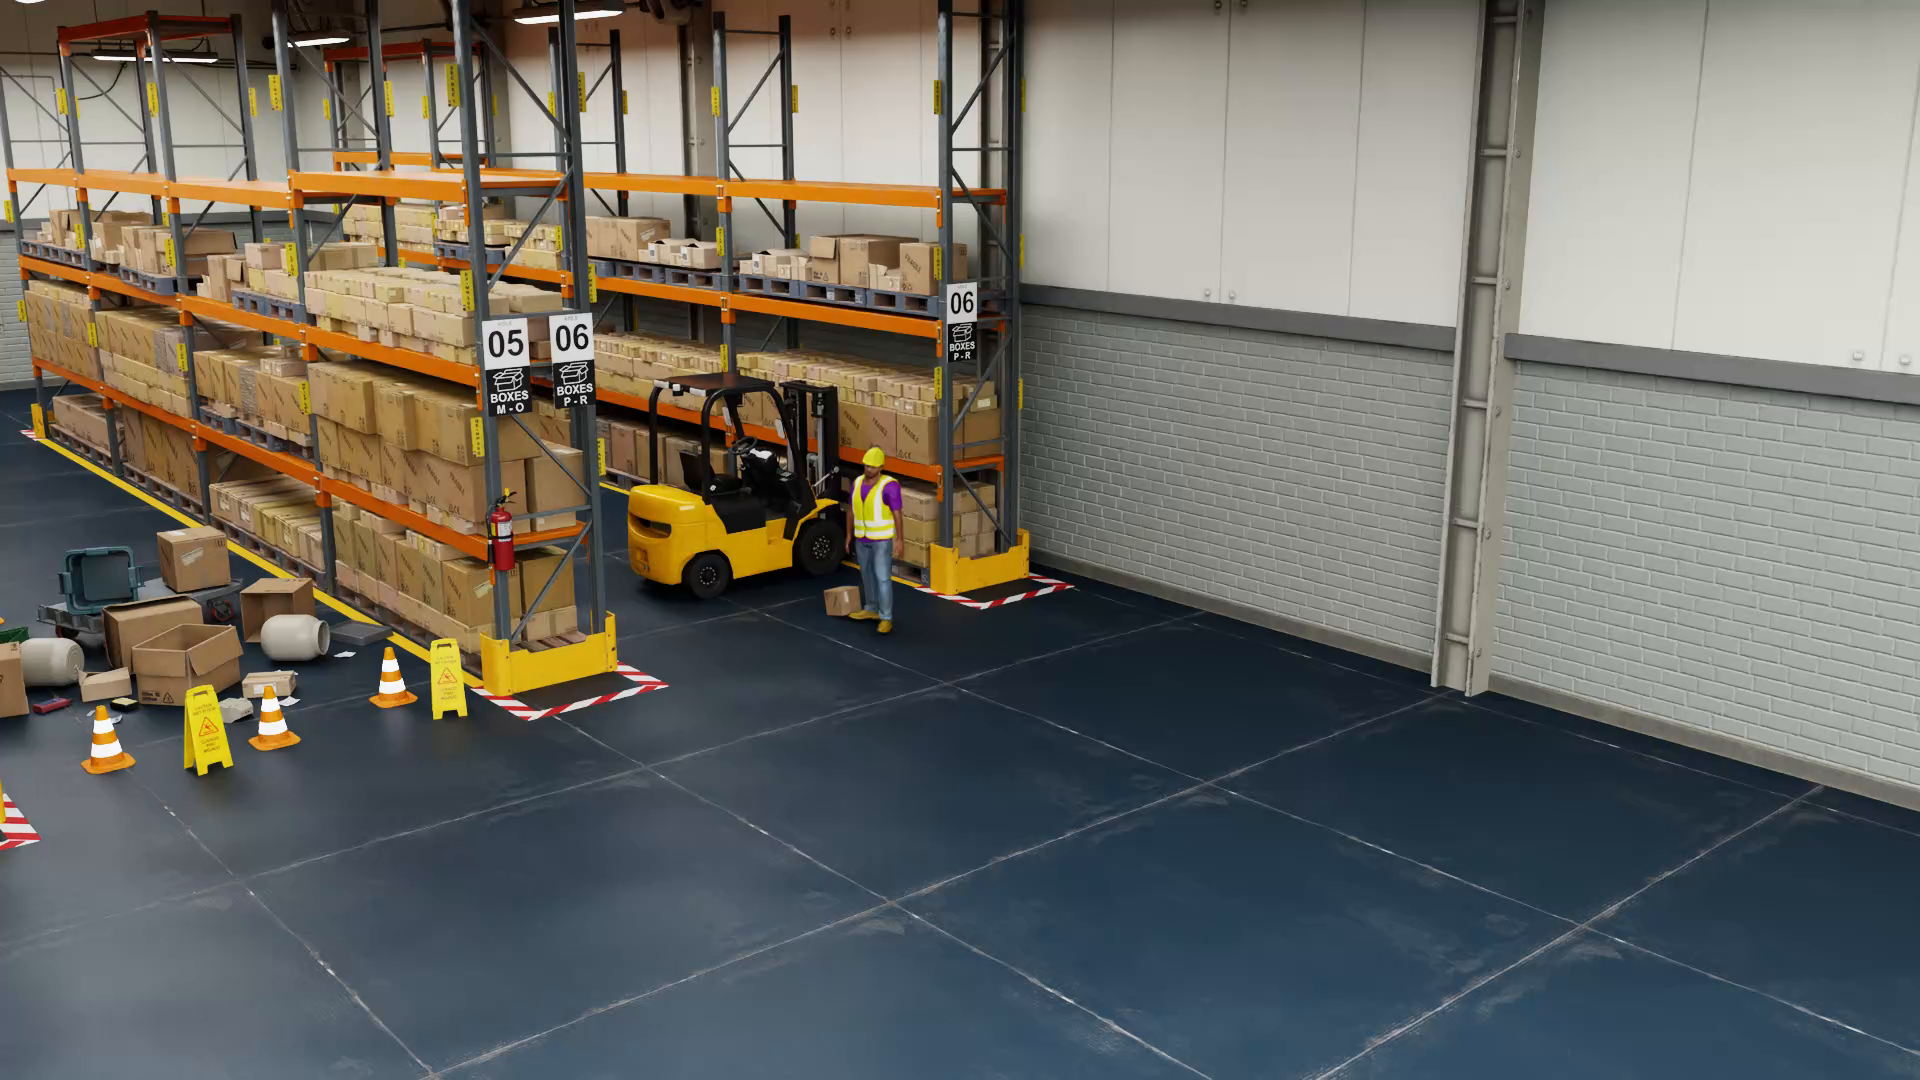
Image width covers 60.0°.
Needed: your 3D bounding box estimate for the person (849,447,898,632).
[{"bbox_3d":[-0.862,-0.026,15.985,0.621,1.767,0.467,10,17,34],"label":"person"}]
